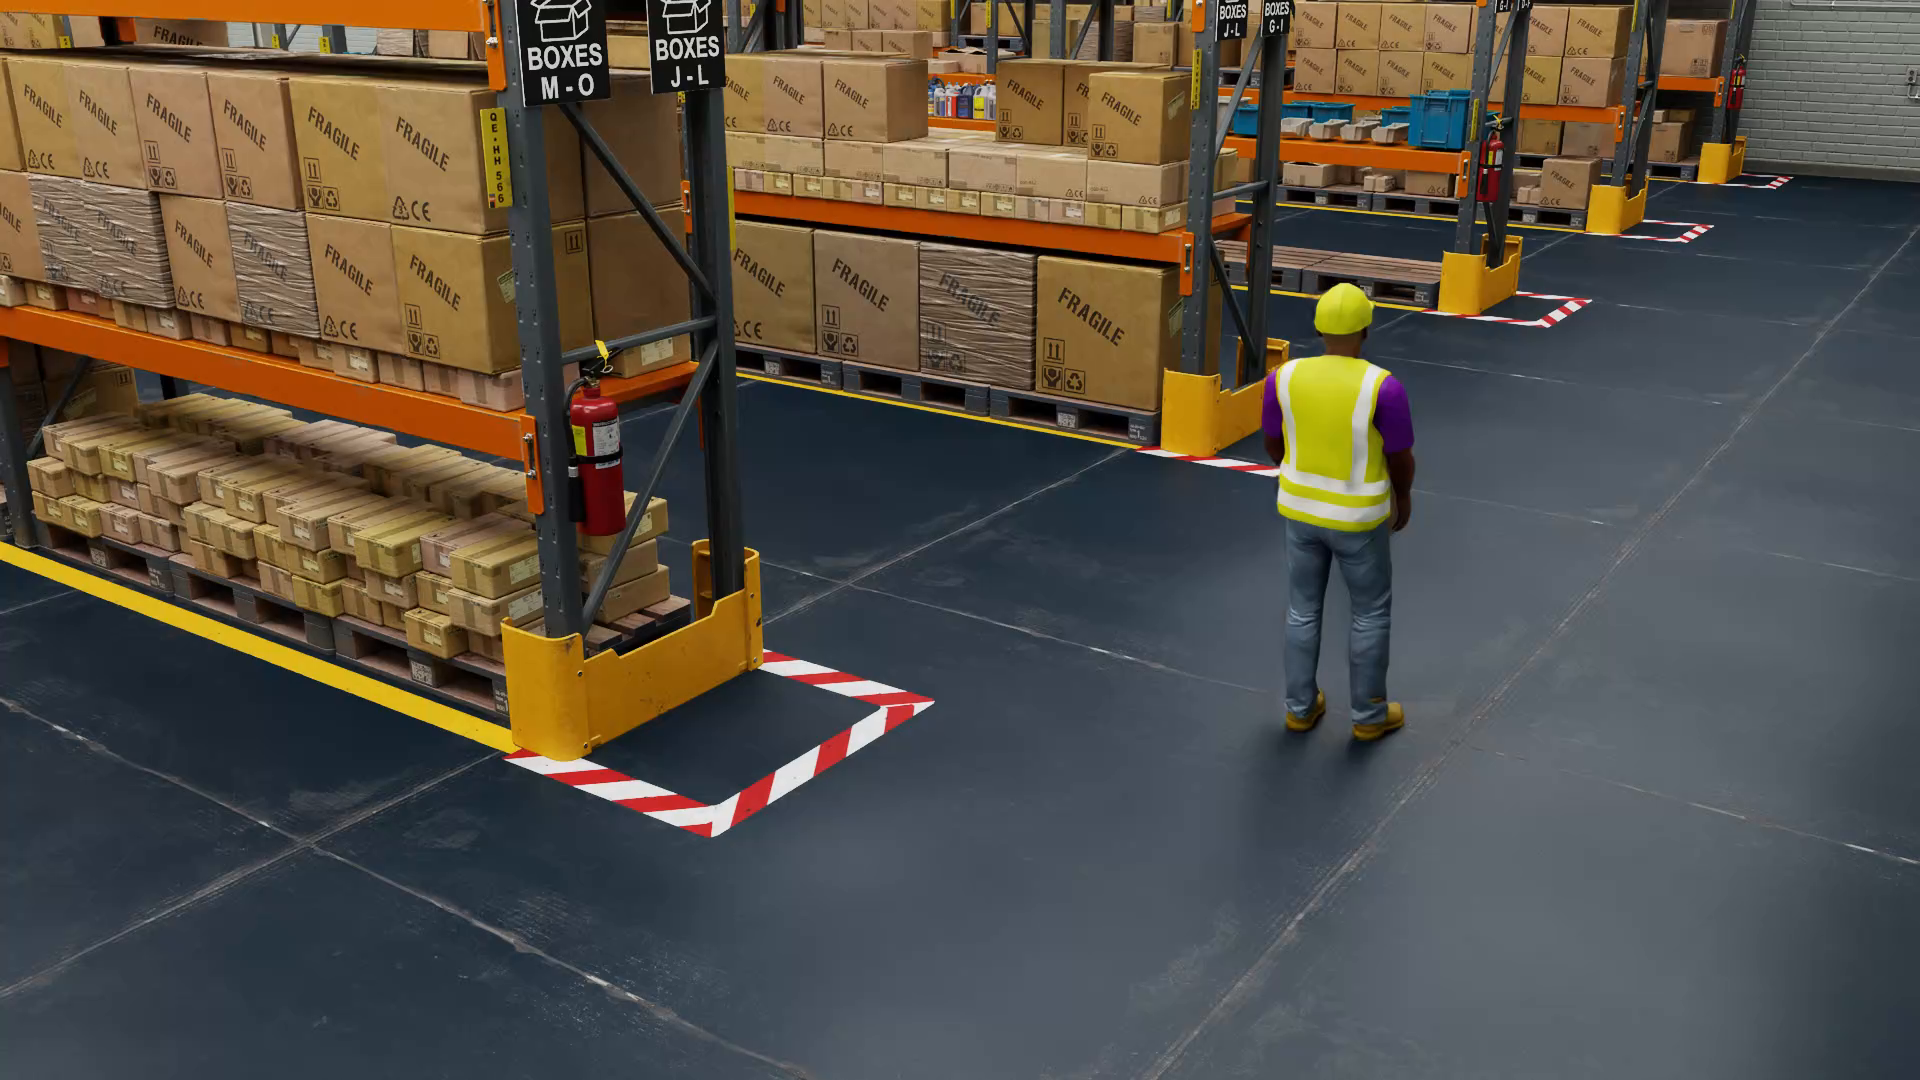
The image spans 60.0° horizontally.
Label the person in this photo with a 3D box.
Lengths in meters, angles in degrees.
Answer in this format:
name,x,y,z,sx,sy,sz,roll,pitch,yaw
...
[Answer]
name,x,y,z,sx,sy,sz,roll,pitch,yaw
person,1.452,-0.117,6.372,0.607,1.762,0.466,13,23,31
